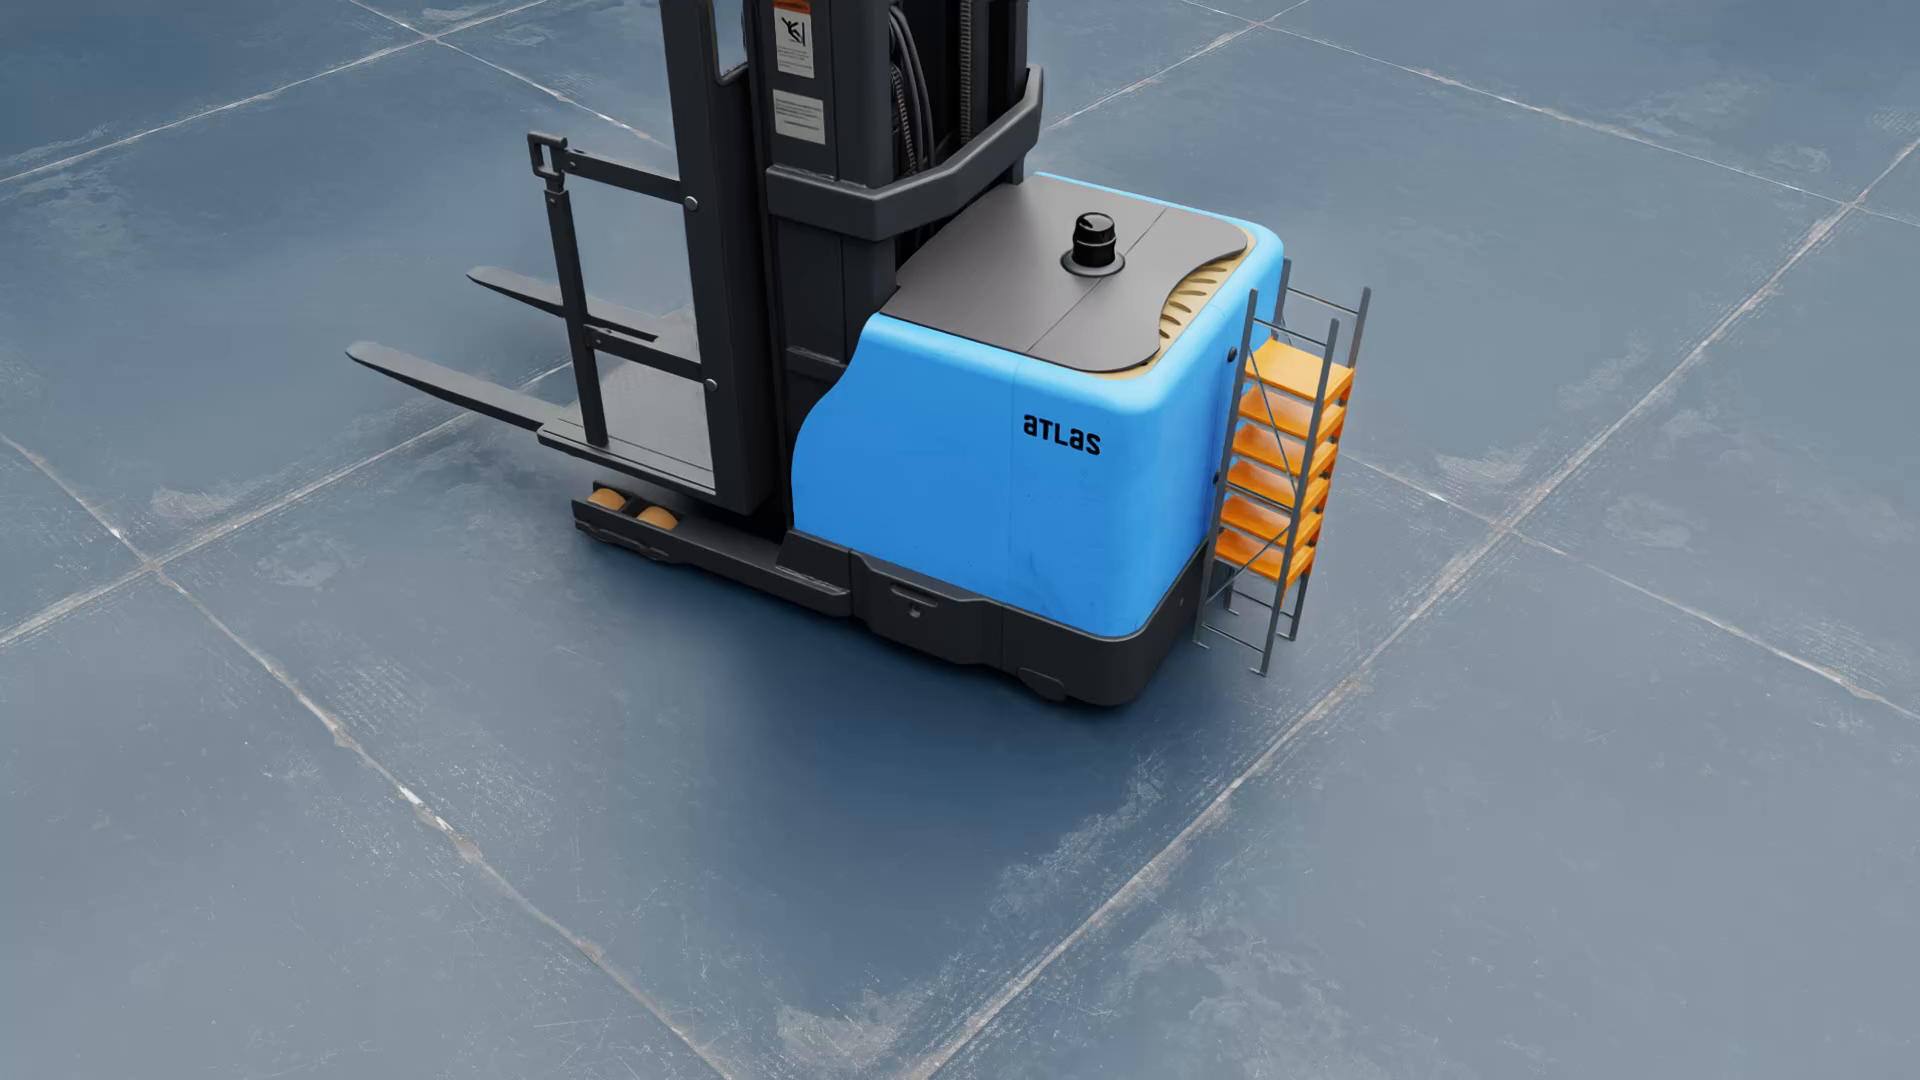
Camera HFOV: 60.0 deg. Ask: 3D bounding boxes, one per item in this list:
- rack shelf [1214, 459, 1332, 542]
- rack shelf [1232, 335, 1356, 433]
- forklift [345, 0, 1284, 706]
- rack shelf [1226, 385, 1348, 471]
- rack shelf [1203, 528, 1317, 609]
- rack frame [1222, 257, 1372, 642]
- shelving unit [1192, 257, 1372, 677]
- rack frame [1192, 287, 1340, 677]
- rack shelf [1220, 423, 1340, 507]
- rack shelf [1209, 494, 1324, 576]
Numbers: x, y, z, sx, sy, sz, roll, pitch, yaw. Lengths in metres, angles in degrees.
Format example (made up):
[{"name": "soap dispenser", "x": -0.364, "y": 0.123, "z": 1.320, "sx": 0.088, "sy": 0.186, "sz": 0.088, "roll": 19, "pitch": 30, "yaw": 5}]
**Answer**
[{"name": "rack shelf", "x": 0.847, "y": -0.127, "z": 4.508, "sx": 0.258, "sy": 0.103, "sz": 0.180, "roll": 26, "pitch": 45, "yaw": 25}, {"name": "rack shelf", "x": 0.857, "y": -0.403, "z": 4.277, "sx": 0.258, "sy": 0.103, "sz": 0.180, "roll": 26, "pitch": 45, "yaw": 25}, {"name": "forklift", "x": -0.628, "y": -1.351, "z": 4.593, "sx": 3.031, "sy": 2.935, "sz": 1.130, "roll": 19, "pitch": 42, "yaw": 22}, {"name": "rack shelf", "x": 0.854, "y": -0.311, "z": 4.354, "sx": 0.258, "sy": 0.103, "sz": 0.180, "roll": 26, "pitch": 45, "yaw": 25}, {"name": "rack shelf", "x": 0.840, "y": 0.056, "z": 4.663, "sx": 0.258, "sy": 0.103, "sz": 0.180, "roll": 26, "pitch": 45, "yaw": 25}, {"name": "rack frame", "x": 0.901, "y": -0.208, "z": 4.538, "sx": 0.240, "sy": 1.200, "sz": 0.006, "roll": 26, "pitch": 45, "yaw": 25}, {"name": "shelving unit", "x": 0.848, "y": -0.161, "z": 4.480, "sx": 0.258, "sy": 1.200, "sz": 0.189, "roll": 26, "pitch": 45, "yaw": 25}, {"name": "rack frame", "x": 0.795, "y": -0.114, "z": 4.422, "sx": 0.240, "sy": 1.200, "sz": 0.006, "roll": 26, "pitch": 45, "yaw": 25}, {"name": "rack shelf", "x": 0.850, "y": -0.219, "z": 4.431, "sx": 0.258, "sy": 0.103, "sz": 0.180, "roll": 26, "pitch": 45, "yaw": 25}, {"name": "rack shelf", "x": 0.843, "y": -0.036, "z": 4.586, "sx": 0.258, "sy": 0.103, "sz": 0.180, "roll": 26, "pitch": 45, "yaw": 25}]
